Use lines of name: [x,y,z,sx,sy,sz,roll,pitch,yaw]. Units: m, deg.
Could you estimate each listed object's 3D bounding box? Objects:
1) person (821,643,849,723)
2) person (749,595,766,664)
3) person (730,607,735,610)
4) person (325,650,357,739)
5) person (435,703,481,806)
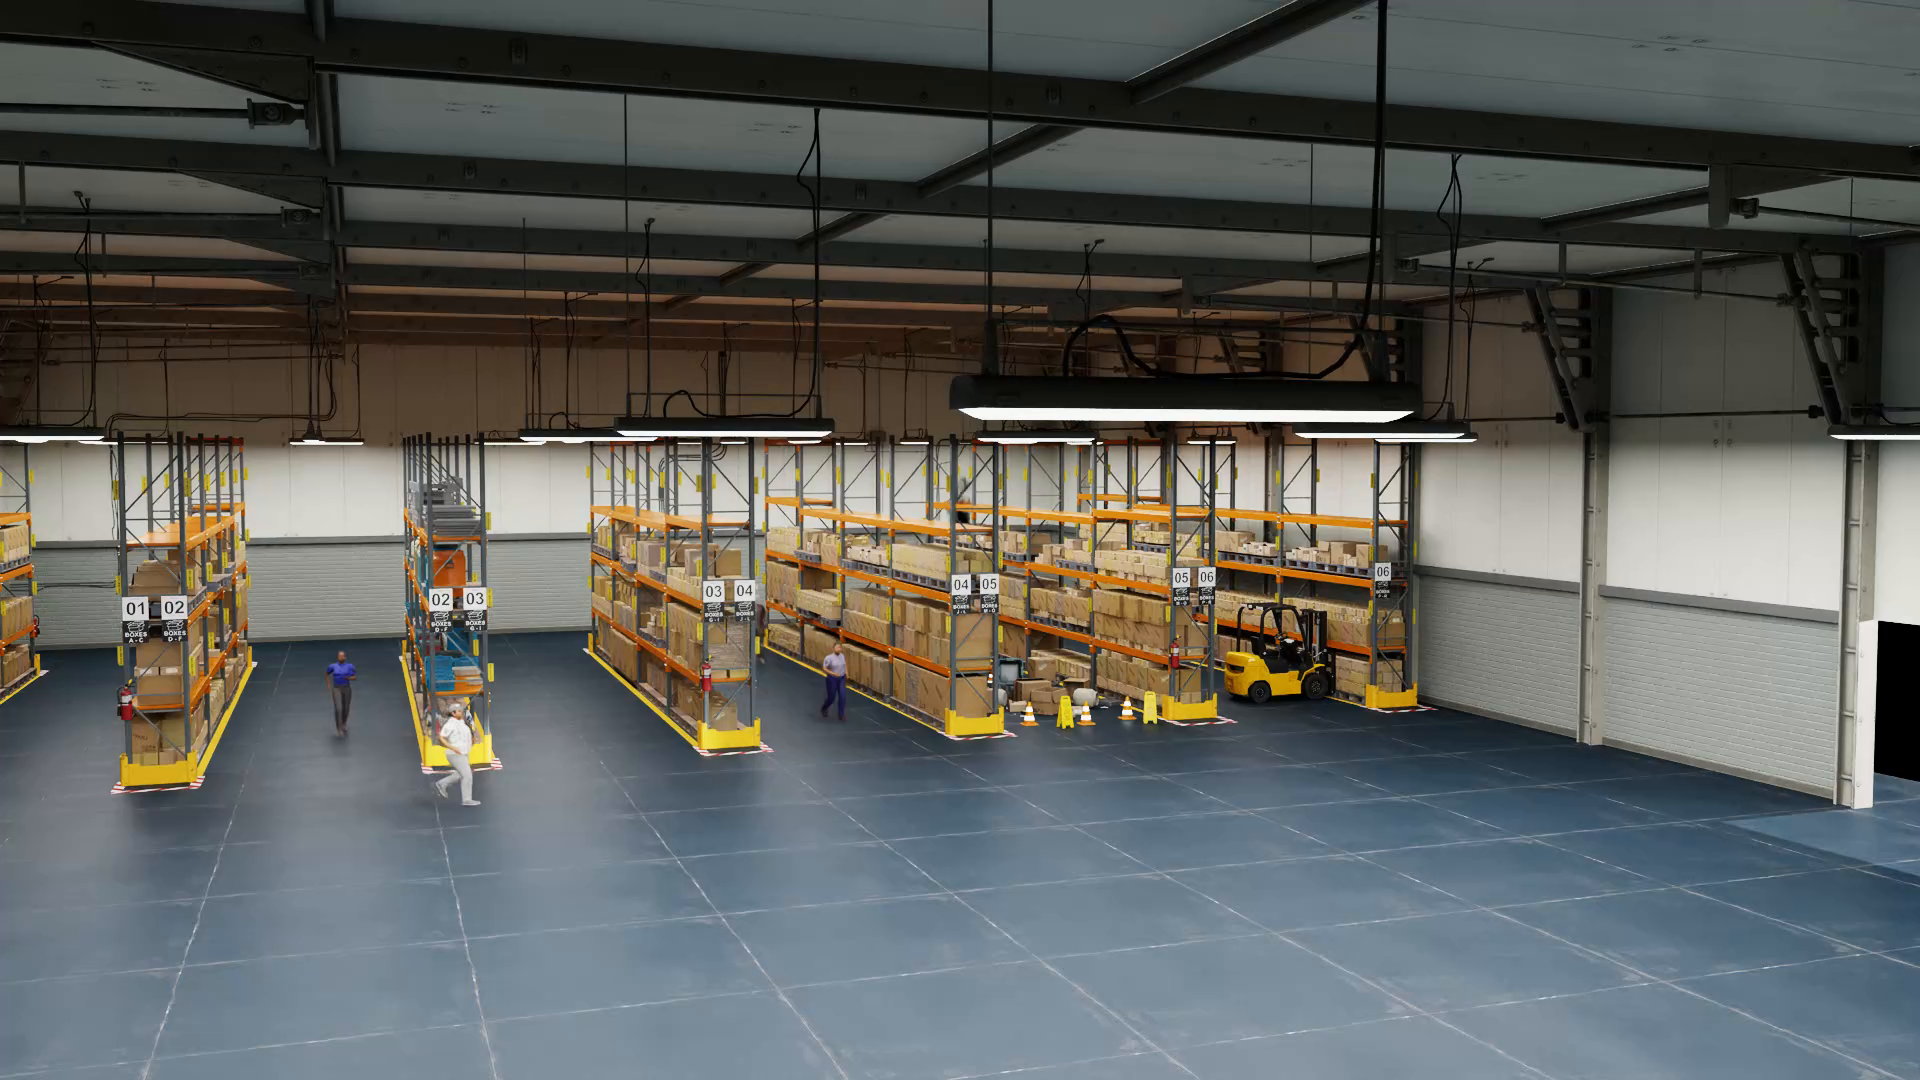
person: [-2.611,2.977,34.888,0.629,1.668,0.806,-2,4,-33]
person: [-5.446,2.361,44.204,0.708,1.791,1.039,-1,3,-24]
person: [-6.471,2.267,46.742,0.665,1.772,0.830,-1,3,-14]
person: [-12.317,3.050,33.129,0.554,1.703,0.825,-2,4,-31]
person: [-8.058,3.427,26.629,0.784,1.632,0.620,0,3,6]
